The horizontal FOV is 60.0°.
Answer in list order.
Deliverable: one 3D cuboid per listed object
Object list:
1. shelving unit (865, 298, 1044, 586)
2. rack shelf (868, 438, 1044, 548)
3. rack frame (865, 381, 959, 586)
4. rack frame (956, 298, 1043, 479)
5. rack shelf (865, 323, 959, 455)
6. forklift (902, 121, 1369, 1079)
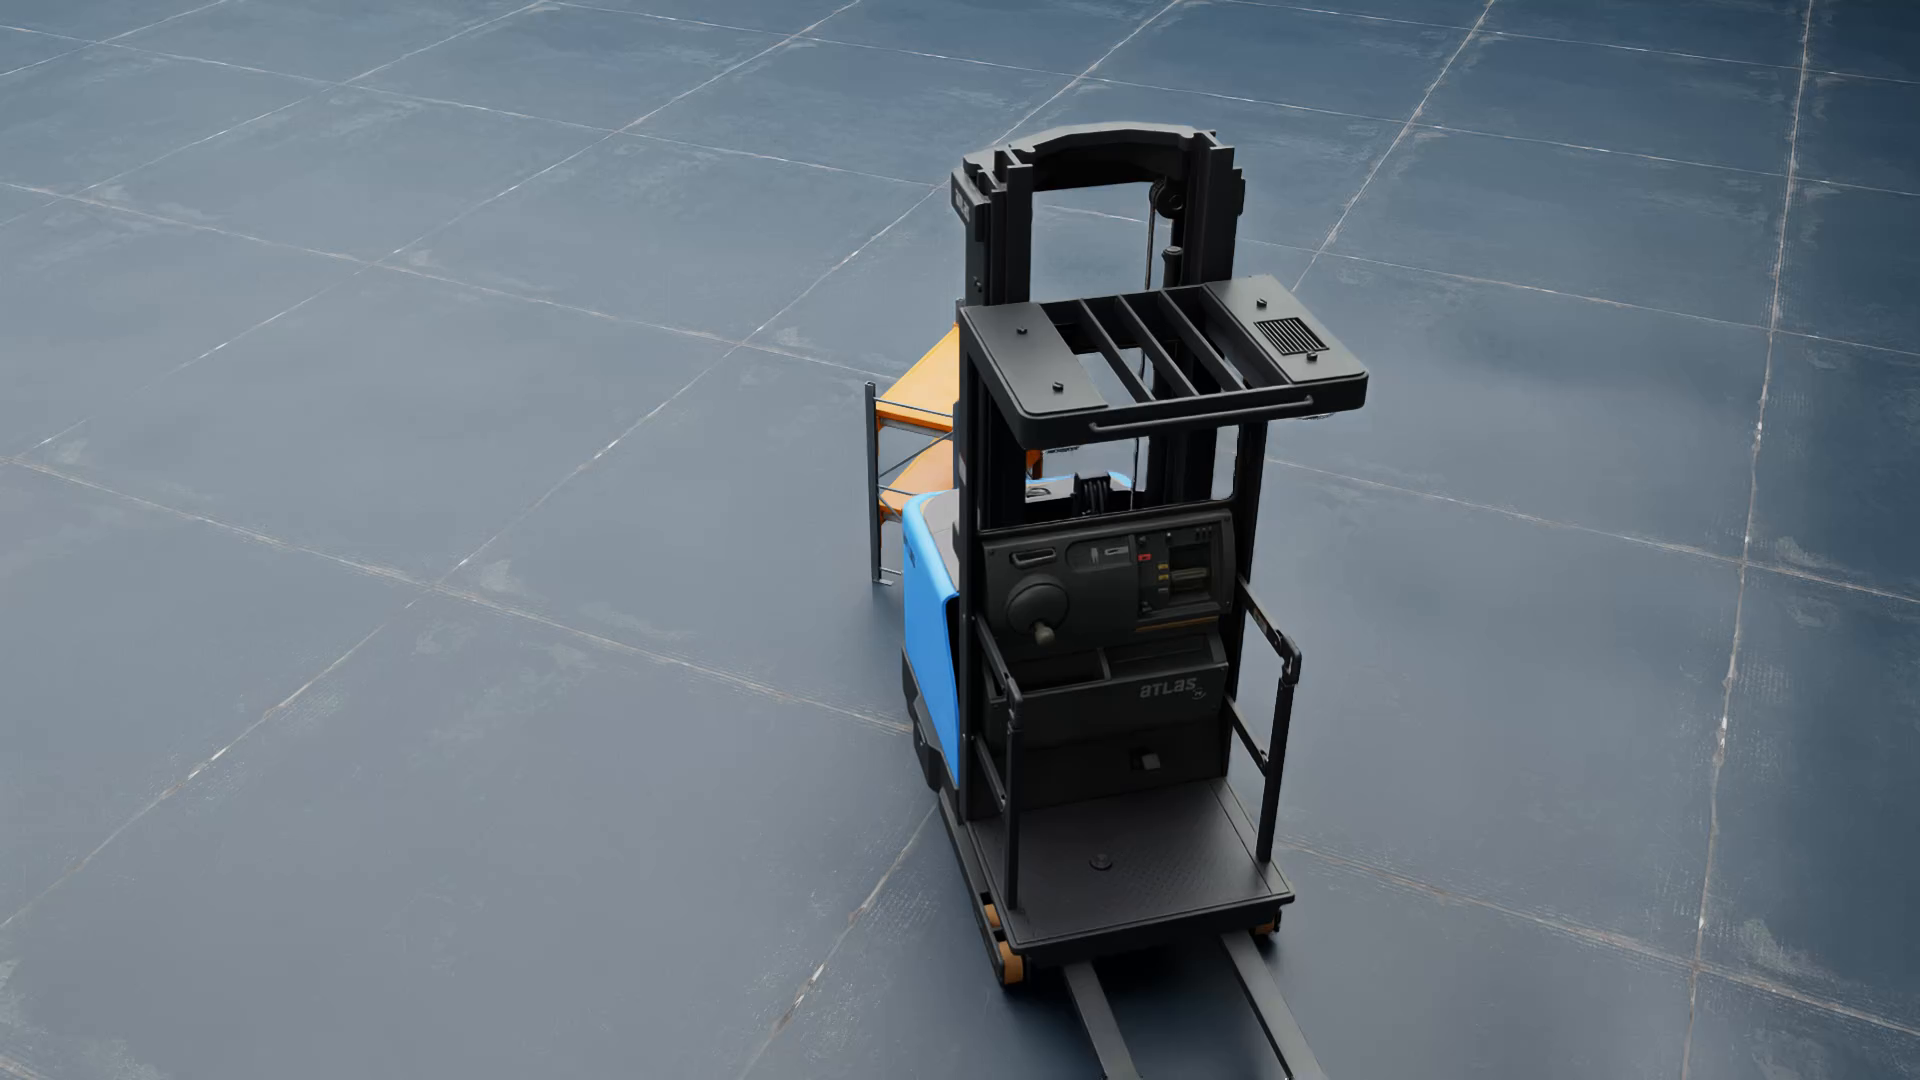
[{"bbox_3d":[-0.003,-0.467,8.436,0.538,1.125,1.048,14,36,20],"label":"shelving unit"},{"bbox_3d":[-0.003,-0.263,8.570,0.538,0.278,1.000,14,36,20],"label":"rack shelf"},{"bbox_3d":[-0.216,-0.214,8.050,0.500,1.125,0.032,14,36,20],"label":"rack frame"},{"bbox_3d":[0.210,-0.720,8.823,0.500,1.125,0.032,14,36,20],"label":"rack frame"},{"bbox_3d":[-0.003,-0.712,8.276,0.538,0.278,1.000,14,36,20],"label":"rack shelf"},{"bbox_3d":[0.597,0.198,5.775,1.130,2.935,3.031,-8,34,-12],"label":"forklift"}]
